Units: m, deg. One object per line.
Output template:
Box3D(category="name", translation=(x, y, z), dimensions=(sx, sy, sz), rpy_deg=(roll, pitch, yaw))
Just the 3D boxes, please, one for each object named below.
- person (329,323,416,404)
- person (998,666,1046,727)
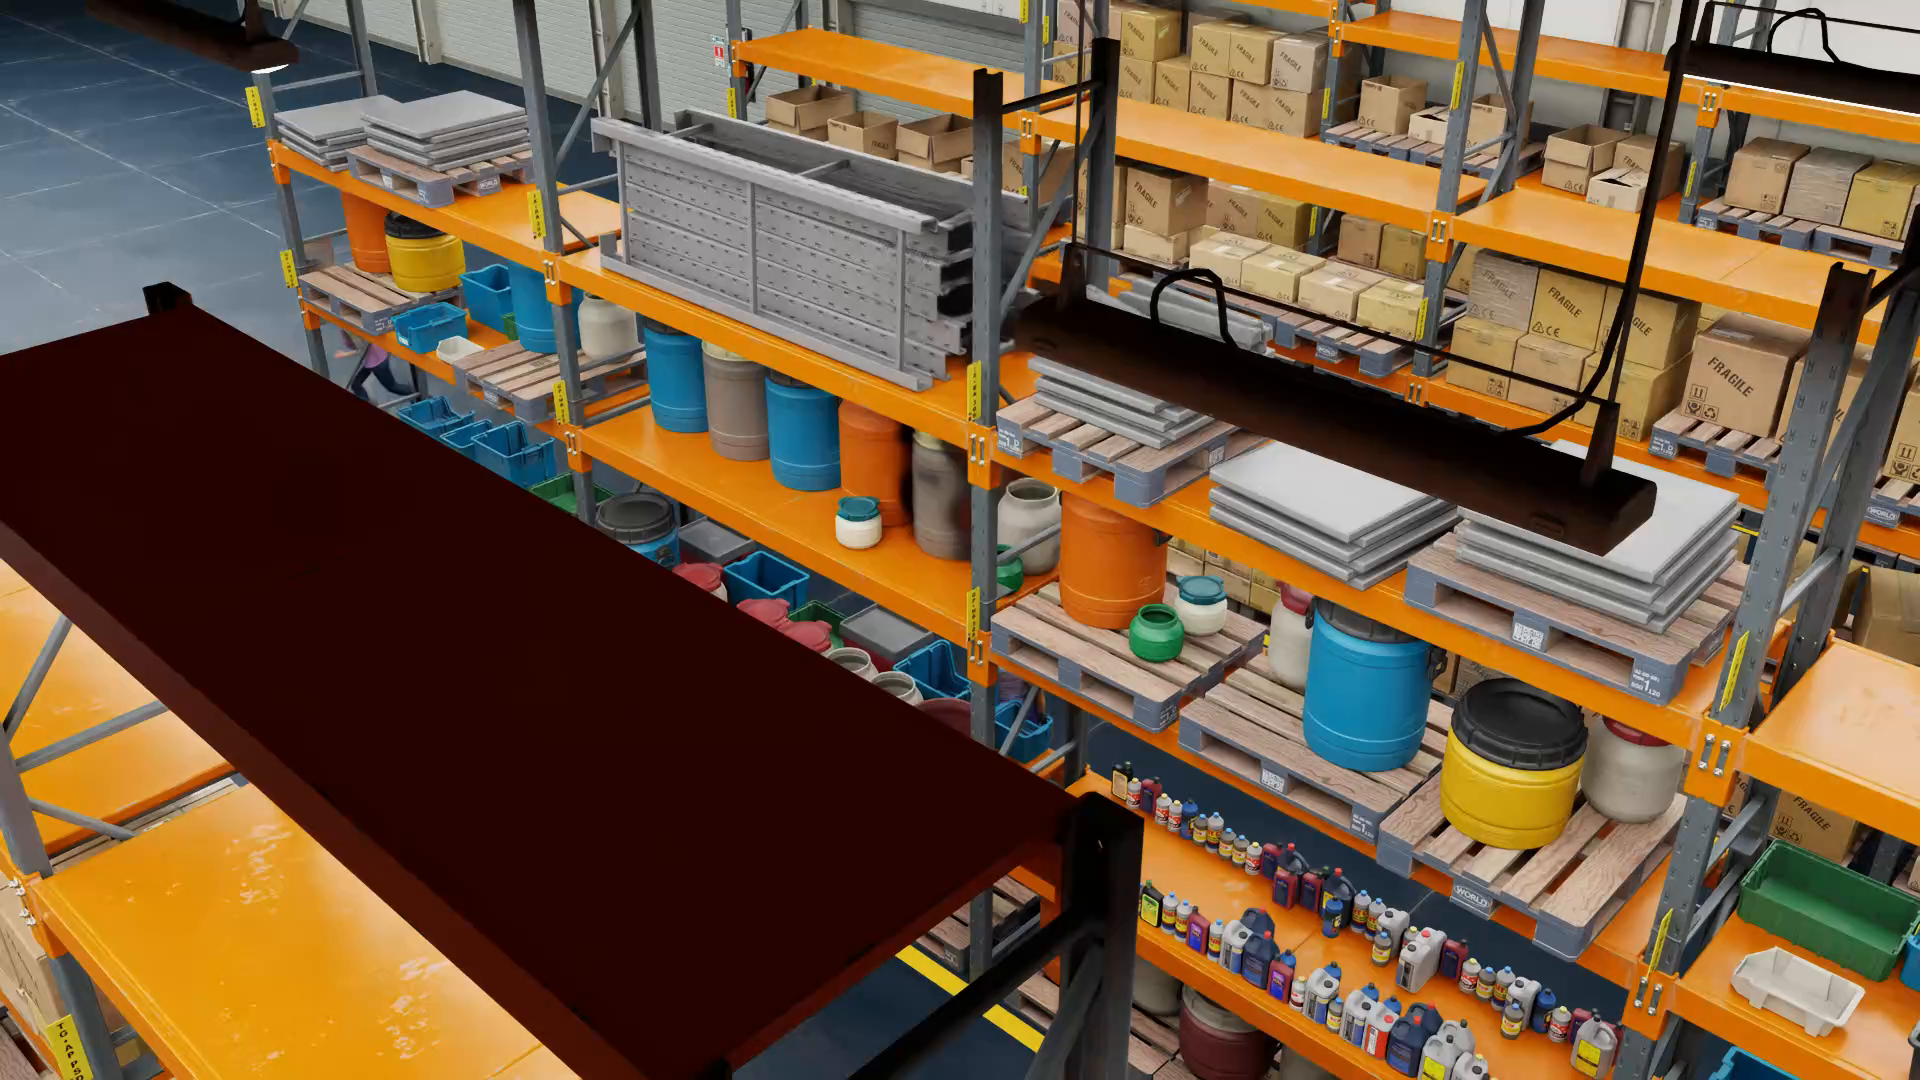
Box3D(category="person", translation=(-6.342, -1.910, 18.141), dimensions=(0.898, 1.542, 0.579), rpy_deg=(-12, 32, -20))
Box3D(category="person", translation=(0.393, 1.295, 12.264), dimensions=(0.587, 1.620, 0.454), rpy_deg=(-4, 30, -7))
